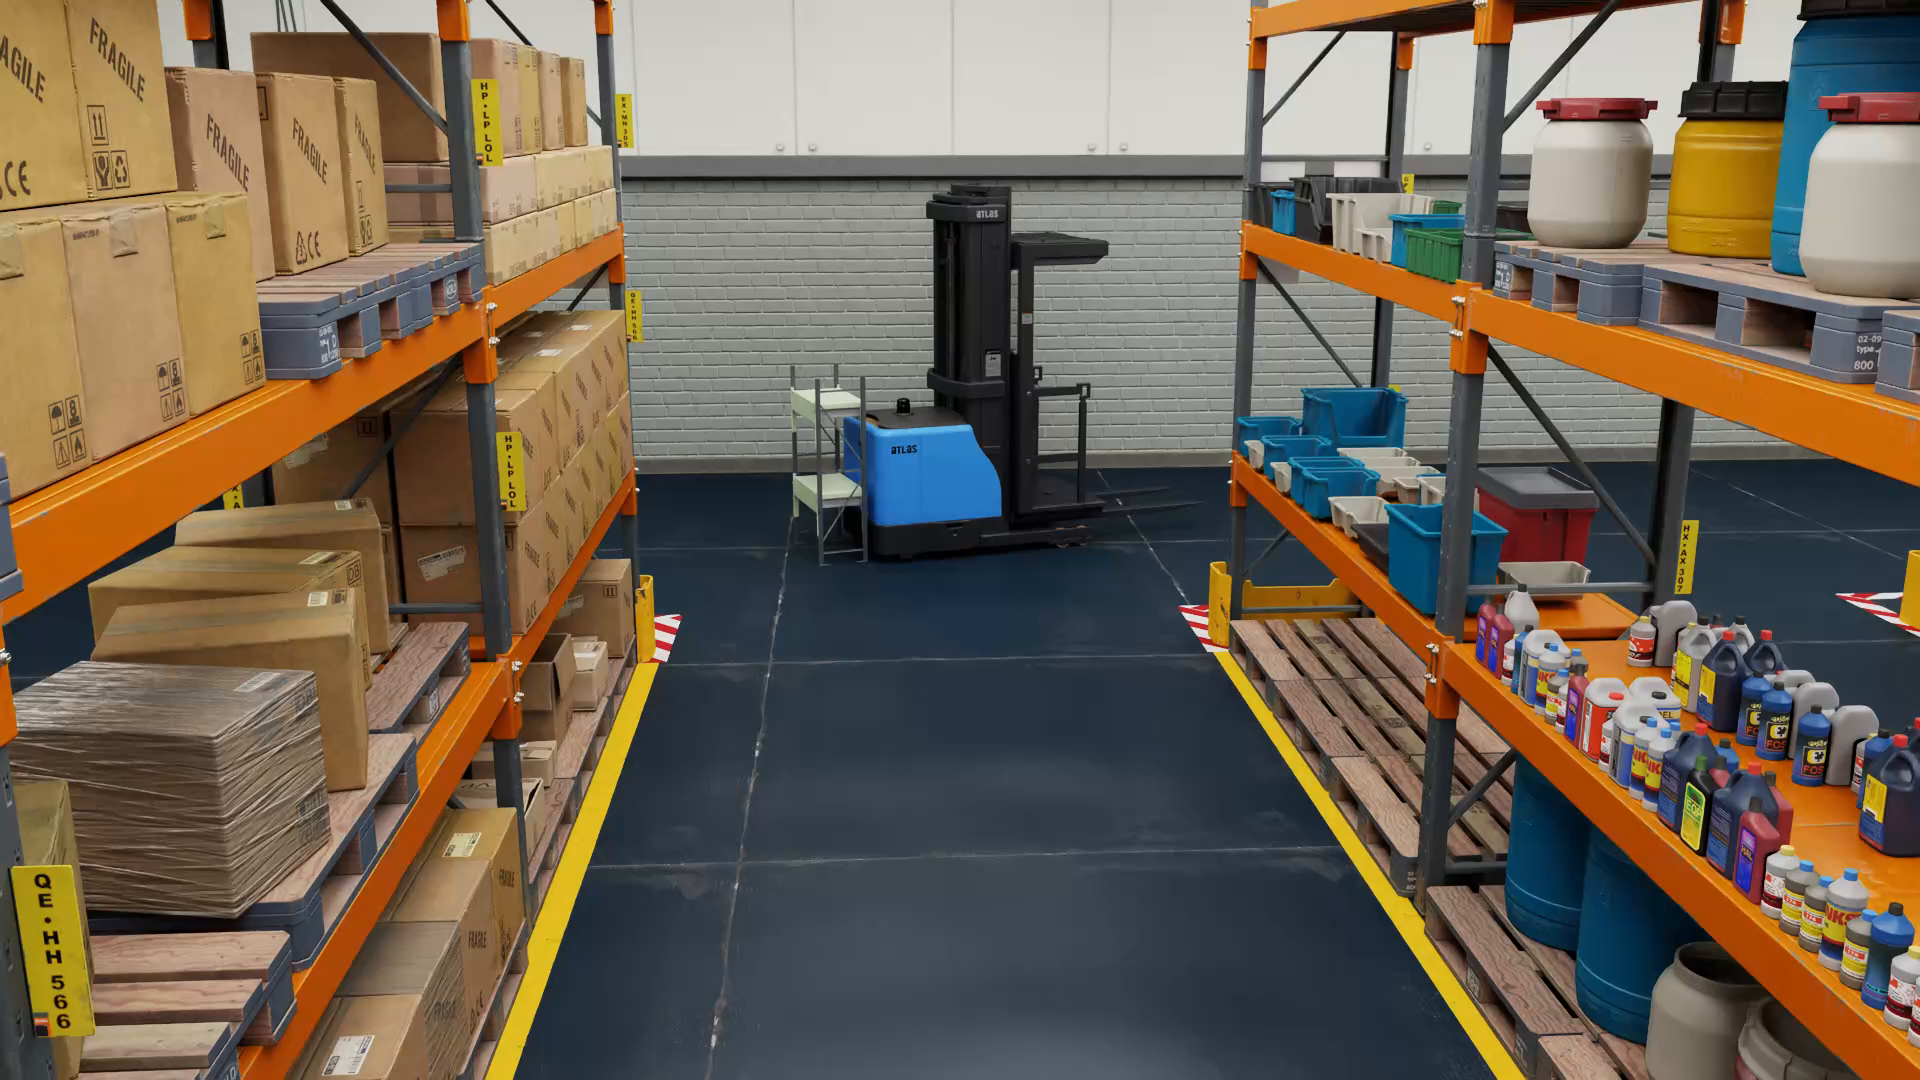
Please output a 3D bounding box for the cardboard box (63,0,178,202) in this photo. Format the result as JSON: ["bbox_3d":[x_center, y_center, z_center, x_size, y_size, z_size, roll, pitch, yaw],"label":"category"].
[{"bbox_3d":[-2.214,-1.060,3.899,0.500,0.500,0.500,-1,14,-3],"label":"cardboard box"}]

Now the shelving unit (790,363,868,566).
[{"bbox_3d":[-1.060,-0.621,13.431,0.431,1.500,0.755,-5,15,-20],"label":"shelving unit"}]

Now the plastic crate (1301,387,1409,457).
[{"bbox_3d":[2.525,-0.743,10.704,0.616,0.435,0.499,-1,14,-3],"label":"plastic crate"}]

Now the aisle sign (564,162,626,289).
[{"bbox_3d":[-2.325,-1.983,10.495,0.394,0.787,0.004,-1,14,-3],"label":"aisle sign"}]

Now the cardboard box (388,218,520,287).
[{"bbox_3d":[-2.161,-1.212,6.998,0.500,0.250,0.500,-1,14,-3],"label":"cardboard box"}]

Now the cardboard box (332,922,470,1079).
[{"bbox_3d":[-2.009,1.656,5.702,0.500,0.500,0.500,-1,14,-3],"label":"cardboard box"}]

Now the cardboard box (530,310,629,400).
[{"bbox_3d":[-2.324,-1.128,10.184,0.500,0.500,0.500,-1,14,-4],"label":"cardboard box"}]

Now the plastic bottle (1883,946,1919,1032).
[{"bbox_3d":[2.353,1.104,4.116,0.097,0.201,0.097,0,14,0],"label":"plastic bottle"}]

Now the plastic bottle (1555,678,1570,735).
[{"bbox_3d":[2.229,0.603,6.061,0.097,0.201,0.097,0,14,0],"label":"plastic bottle"}]

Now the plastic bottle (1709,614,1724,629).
[{"bbox_3d":[2.973,0.424,6.594,0.061,0.283,0.133,-1,14,-3],"label":"plastic bottle"}]

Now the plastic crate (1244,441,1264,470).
[{"bbox_3d":[1.942,-0.531,10.480,0.250,0.136,0.298,-1,14,-3],"label":"plastic crate"}]

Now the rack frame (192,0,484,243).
[{"bbox_3d":[-2.378,-2.613,6.121,1.000,3.000,0.127,-1,14,-3],"label":"rack frame"}]

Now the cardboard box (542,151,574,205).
[{"bbox_3d":[-2.244,-1.827,8.386,0.500,0.250,0.500,-1,14,-3],"label":"cardboard box"}]

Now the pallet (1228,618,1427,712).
[{"bbox_3d":[2.330,0.779,10.576,1.003,0.211,1.213,-1,14,-3],"label":"pallet"}]

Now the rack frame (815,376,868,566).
[{"bbox_3d":[-0.931,-0.536,13.099,0.400,1.500,0.023,-5,15,-20],"label":"rack frame"}]

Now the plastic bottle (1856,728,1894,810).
[{"bbox_3d":[2.971,0.743,5.379,0.097,0.271,0.097,0,14,0],"label":"plastic bottle"}]

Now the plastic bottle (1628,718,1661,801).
[{"bbox_3d":[2.266,0.718,5.475,0.097,0.271,0.097,0,14,0],"label":"plastic bottle"}]

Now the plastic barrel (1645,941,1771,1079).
[{"bbox_3d":[2.572,1.672,5.657,0.421,0.512,0.421,0,14,0],"label":"plastic barrel"}]

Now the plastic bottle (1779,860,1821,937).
[{"bbox_3d":[2.323,0.983,4.586,0.097,0.201,0.097,0,14,0],"label":"plastic bottle"}]

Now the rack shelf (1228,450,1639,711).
[{"bbox_3d":[2.442,0.068,9.185,1.077,0.370,4.000,-1,14,-3],"label":"rack shelf"}]

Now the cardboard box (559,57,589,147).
[{"bbox_3d":[-2.578,-2.560,9.728,0.700,0.500,0.500,-1,14,-3],"label":"cardboard box"}]

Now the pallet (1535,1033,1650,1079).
[{"bbox_3d":[2.651,2.064,5.579,1.003,0.211,1.213,-1,14,-3],"label":"pallet"}]

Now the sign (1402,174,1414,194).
[{"bbox_3d":[2.866,-2.192,10.716,0.100,0.325,0.005,-1,14,-3],"label":"sign"}]

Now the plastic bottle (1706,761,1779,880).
[{"bbox_3d":[2.324,0.817,4.928,0.144,0.351,0.185,-1,14,-3],"label":"plastic bottle"}]

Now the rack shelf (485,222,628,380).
[{"bbox_3d":[-2.502,-1.309,8.517,1.077,0.370,4.000,-1,14,-3],"label":"rack shelf"}]

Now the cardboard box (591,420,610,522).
[{"bbox_3d":[-2.266,-0.390,9.322,0.500,0.500,0.500,-1,14,-3],"label":"cardboard box"}]

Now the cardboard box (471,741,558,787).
[{"bbox_3d":[-2.252,1.129,8.421,0.380,0.166,0.250,-1,14,-3],"label":"cardboard box"}]

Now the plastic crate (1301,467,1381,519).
[{"bbox_3d":[2.105,-0.257,9.221,0.416,0.233,0.300,-1,14,-3],"label":"plastic crate"}]

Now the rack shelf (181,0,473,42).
[{"bbox_3d":[-2.254,-1.573,4.327,1.077,0.370,4.000,-1,14,-3],"label":"rack shelf"}]

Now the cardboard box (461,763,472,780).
[{"bbox_3d":[-2.743,1.058,8.407,0.500,0.311,0.500,-1,14,-3],"label":"cardboard box"}]

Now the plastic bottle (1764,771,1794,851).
[{"bbox_3d":[2.424,0.842,4.968,0.061,0.283,0.133,-1,14,-3],"label":"plastic bottle"}]

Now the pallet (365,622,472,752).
[{"bbox_3d":[-2.438,0.586,6.113,1.003,0.211,1.213,-1,14,-3],"label":"pallet"}]

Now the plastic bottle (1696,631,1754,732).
[{"bbox_3d":[2.817,0.513,6.112,0.144,0.351,0.185,-1,14,-3],"label":"plastic bottle"}]

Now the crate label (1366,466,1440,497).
[{"bbox_3d":[2.594,-0.338,9.728,0.396,0.136,0.243,-1,14,-3],"label":"crate label"}]

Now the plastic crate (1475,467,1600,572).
[{"bbox_3d":[2.761,-0.069,8.025,0.402,0.464,0.583,-1,14,-3],"label":"plastic crate"}]

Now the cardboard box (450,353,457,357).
[{"bbox_3d":[-2.763,-0.739,8.673,0.500,0.500,0.500,-1,14,-4],"label":"cardboard box"}]

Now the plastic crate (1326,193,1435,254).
[{"bbox_3d":[2.147,-1.617,8.509,0.437,0.282,0.530,-1,14,-3],"label":"plastic crate"}]

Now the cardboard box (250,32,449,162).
[{"bbox_3d":[-2.447,-1.813,6.825,0.700,0.500,0.500,-1,14,-3],"label":"cardboard box"}]

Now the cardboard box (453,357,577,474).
[{"bbox_3d":[-2.190,-0.617,8.199,0.500,0.500,0.500,-1,14,-5],"label":"cardboard box"}]

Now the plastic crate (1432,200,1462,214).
[{"bbox_3d":[2.664,-1.887,9.745,0.450,0.188,0.336,-1,14,-3],"label":"plastic crate"}]

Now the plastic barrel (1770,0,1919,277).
[{"bbox_3d":[2.824,-1.259,5.033,0.600,0.901,0.708,-1,14,-3],"label":"plastic barrel"}]

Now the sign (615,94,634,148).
[{"bbox_3d":[-2.071,-2.587,10.265,0.100,0.325,0.005,-1,14,-3],"label":"sign"}]

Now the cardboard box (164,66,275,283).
[{"bbox_3d":[-2.335,-1.002,4.637,0.600,0.600,0.600,-1,15,-6],"label":"cardboard box"}]

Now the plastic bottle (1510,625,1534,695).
[{"bbox_3d":[2.202,0.463,6.465,0.097,0.271,0.097,0,14,0],"label":"plastic bottle"}]

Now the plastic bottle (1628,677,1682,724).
[{"bbox_3d":[2.423,0.626,5.821,0.152,0.276,0.135,-1,14,-3],"label":"plastic bottle"}]

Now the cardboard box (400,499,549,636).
[{"bbox_3d":[-2.138,0.113,7.365,0.500,0.500,0.500,-1,14,-2],"label":"cardboard box"}]

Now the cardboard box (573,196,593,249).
[{"bbox_3d":[-2.267,-1.710,8.933,0.500,0.250,0.500,-1,14,-3],"label":"cardboard box"}]

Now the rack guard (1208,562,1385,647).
[{"bbox_3d":[2.303,0.427,11.362,1.175,0.500,0.348,-1,14,-3],"label":"rack guard"}]

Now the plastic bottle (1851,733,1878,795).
[{"bbox_3d":[3.024,0.742,5.520,0.097,0.201,0.097,0,14,0],"label":"plastic bottle"}]

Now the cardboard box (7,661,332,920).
[{"bbox_3d":[-2.148,0.651,4.435,0.700,0.500,0.500,2,15,7],"label":"cardboard box"}]

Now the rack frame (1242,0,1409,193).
[{"bbox_3d":[2.318,-3.683,10.281,1.000,3.000,0.127,-1,14,-3],"label":"rack frame"}]

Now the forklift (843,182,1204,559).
[{"bbox_3d":[0.582,-1.474,13.873,3.031,2.935,1.130,-5,15,-20],"label":"forklift"}]

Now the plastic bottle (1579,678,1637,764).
[{"bbox_3d":[2.272,0.629,5.812,0.152,0.276,0.135,-1,14,-3],"label":"plastic bottle"}]

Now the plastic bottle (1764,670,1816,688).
[{"bbox_3d":[2.967,0.587,5.975,0.152,0.276,0.135,-1,14,-3],"label":"plastic bottle"}]

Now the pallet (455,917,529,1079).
[{"bbox_3d":[-2.290,1.845,6.432,1.003,0.211,1.213,-1,14,-3],"label":"pallet"}]
